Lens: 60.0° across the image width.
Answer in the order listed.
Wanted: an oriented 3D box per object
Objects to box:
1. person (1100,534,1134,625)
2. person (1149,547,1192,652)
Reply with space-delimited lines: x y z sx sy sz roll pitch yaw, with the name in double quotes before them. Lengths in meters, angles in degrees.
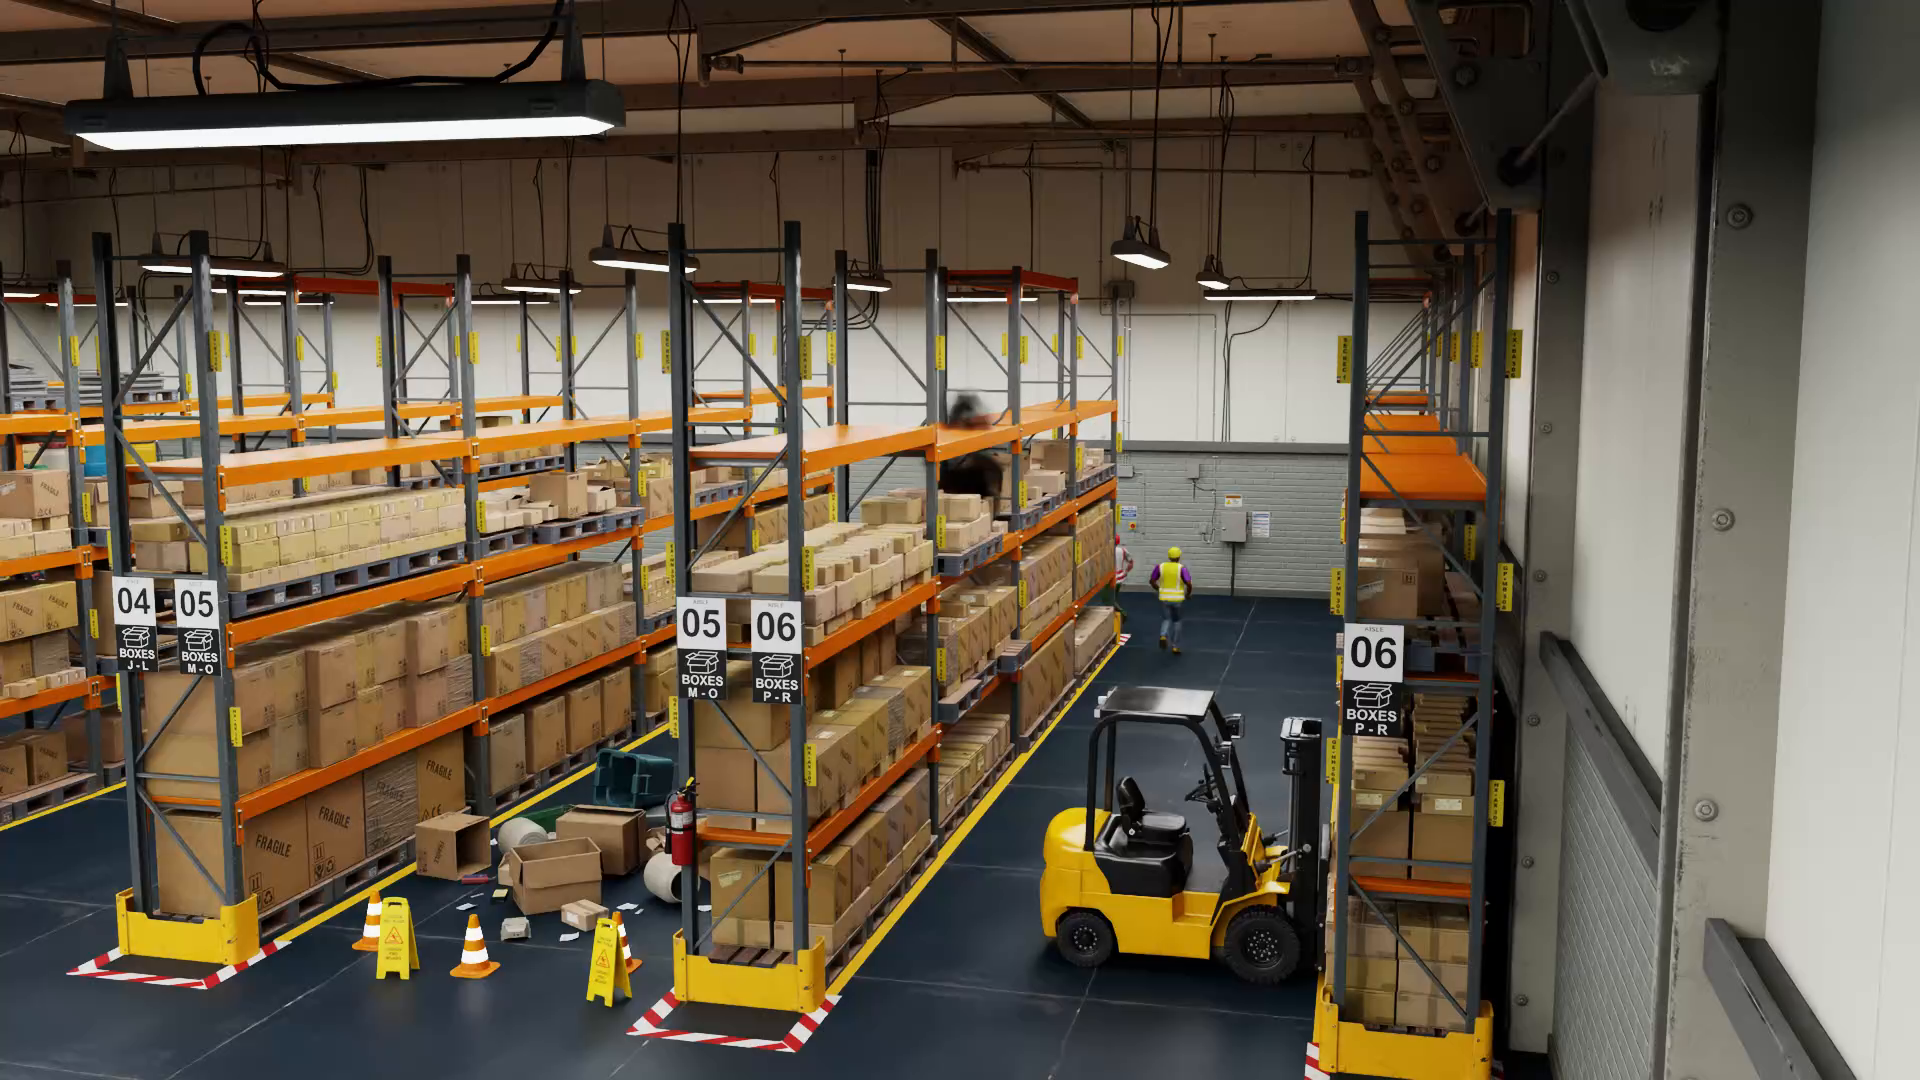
"person" 2.711 0.730 29.430 0.718 1.744 0.632 -6 9 -39
"person" 3.433 0.999 27.121 0.722 1.763 0.759 3 8 23
